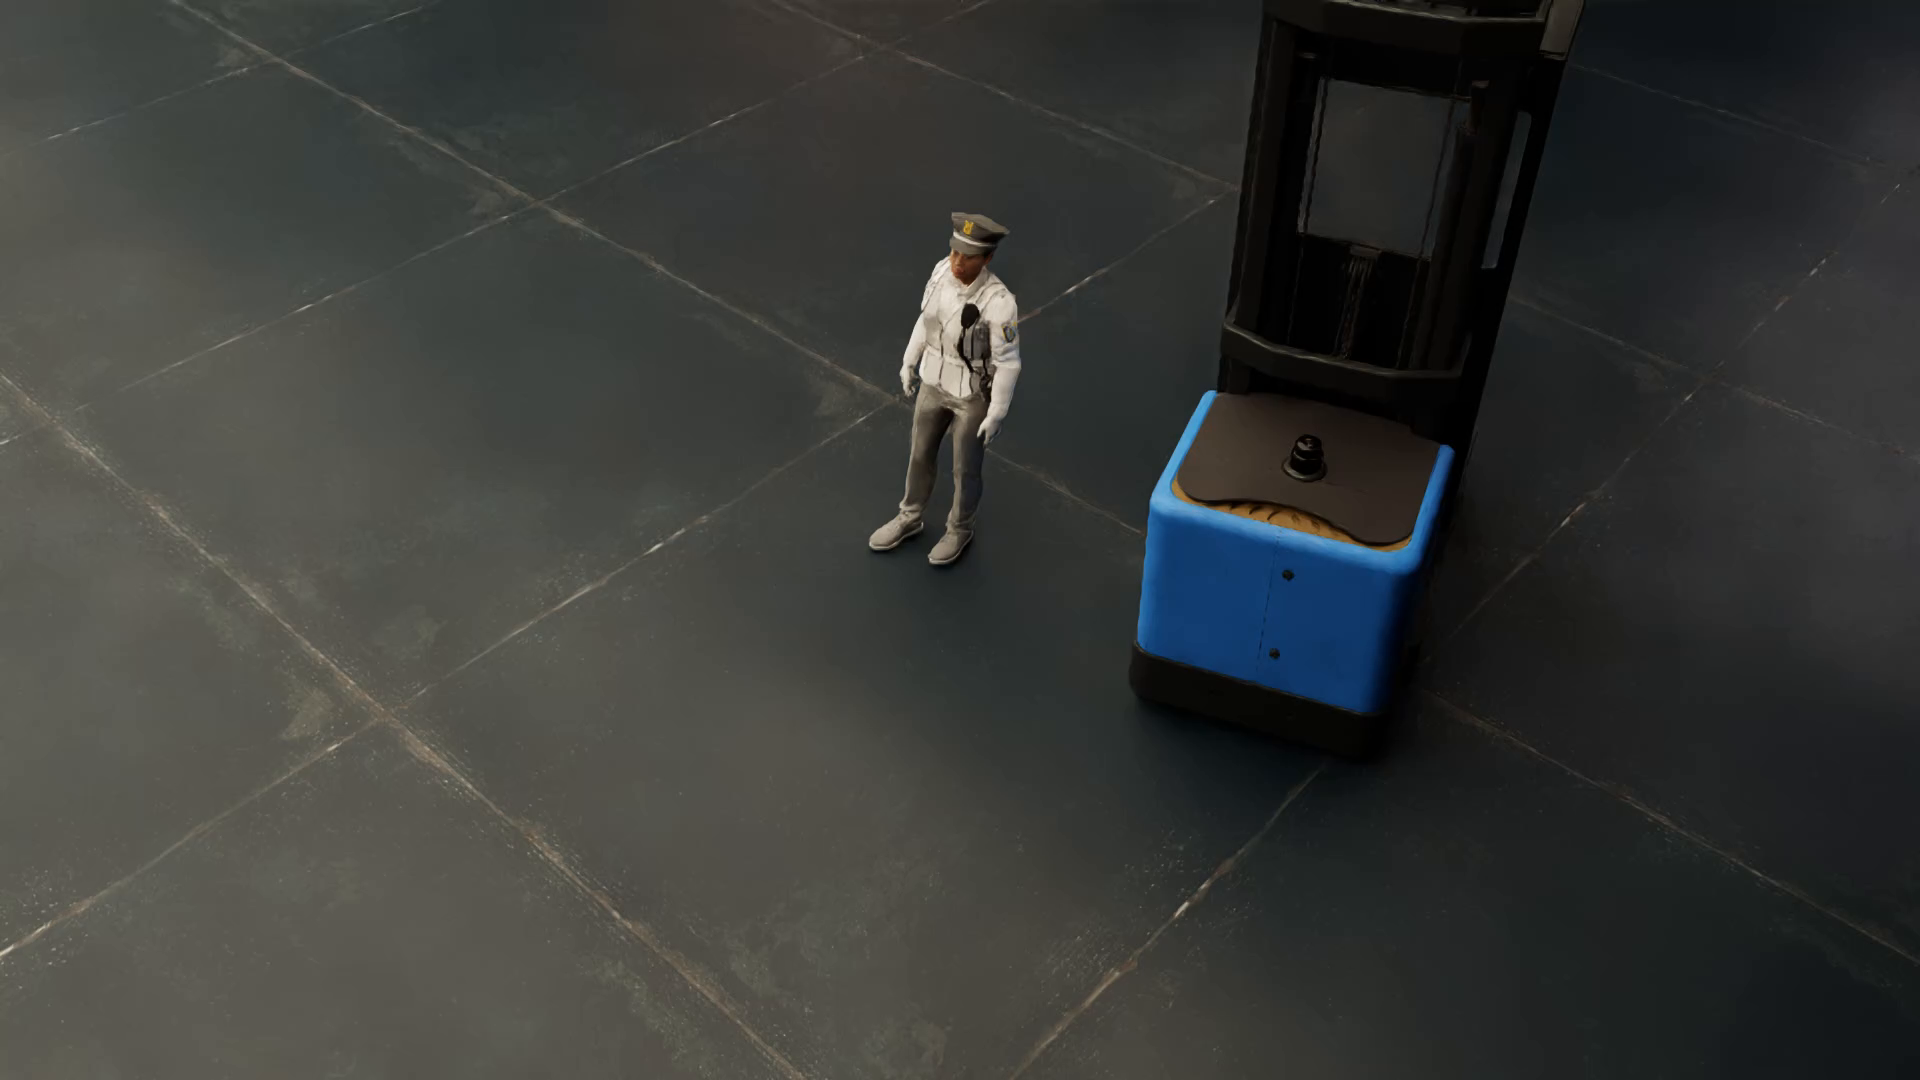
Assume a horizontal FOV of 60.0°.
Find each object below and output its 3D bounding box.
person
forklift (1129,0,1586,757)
[{"bbox_3d":[-0.051,-0.619,7.089,0.586,1.695,0.532,31,49,31],"label":"person"},{"bbox_3d":[1.733,-1.218,6.848,1.130,2.935,3.031,15,43,17],"label":"forklift"}]
